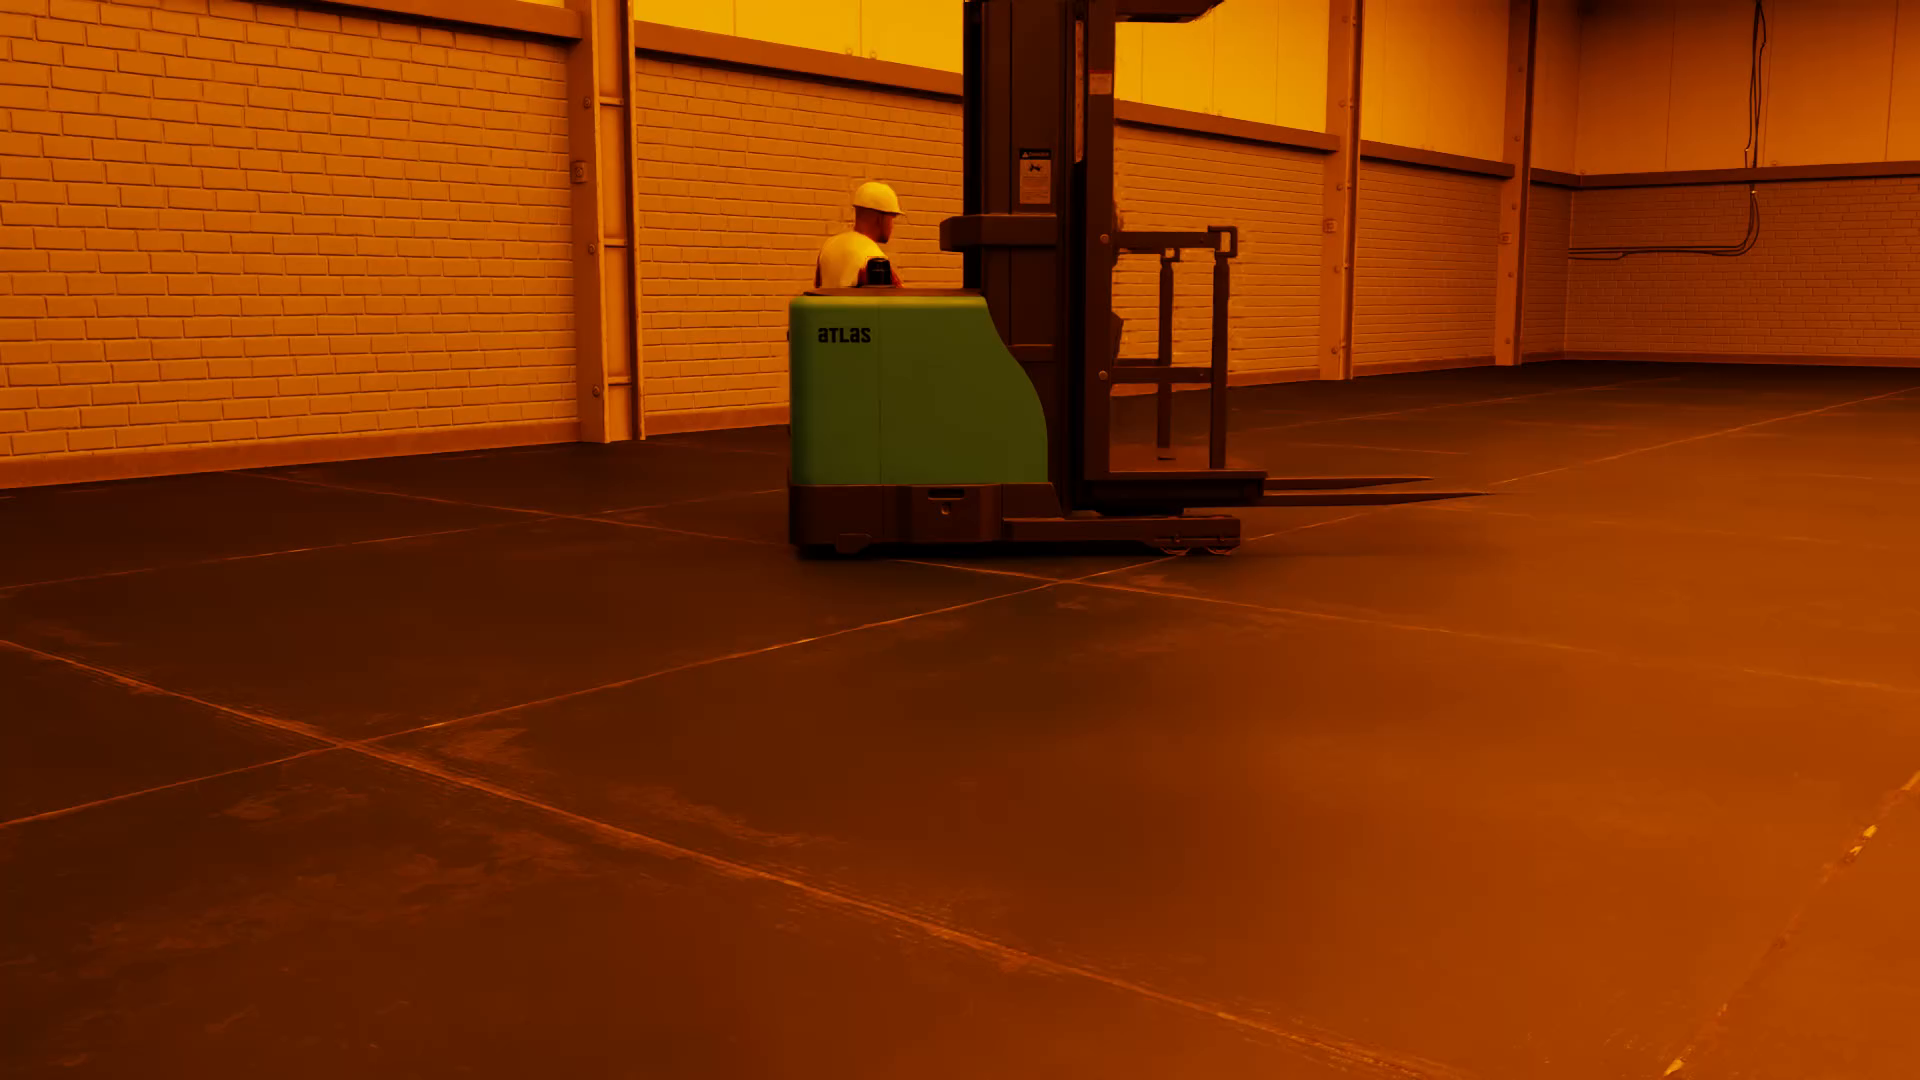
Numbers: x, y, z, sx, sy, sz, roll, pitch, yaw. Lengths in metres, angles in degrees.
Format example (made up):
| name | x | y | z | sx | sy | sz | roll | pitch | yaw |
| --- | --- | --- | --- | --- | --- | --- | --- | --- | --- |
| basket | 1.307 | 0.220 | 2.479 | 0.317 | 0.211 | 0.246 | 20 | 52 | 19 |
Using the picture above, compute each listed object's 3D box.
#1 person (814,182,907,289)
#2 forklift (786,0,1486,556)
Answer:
| name | x | y | z | sx | sy | sz | roll | pitch | yaw |
| --- | --- | --- | --- | --- | --- | --- | --- | --- | --- |
| person | -0.369 | -0.958 | 8.340 | 0.648 | 1.630 | 0.822 | -5 | 10 | -32 |
| forklift | 0.759 | -1.459 | 7.249 | 3.031 | 2.935 | 1.130 | -1 | 8 | -6 |
